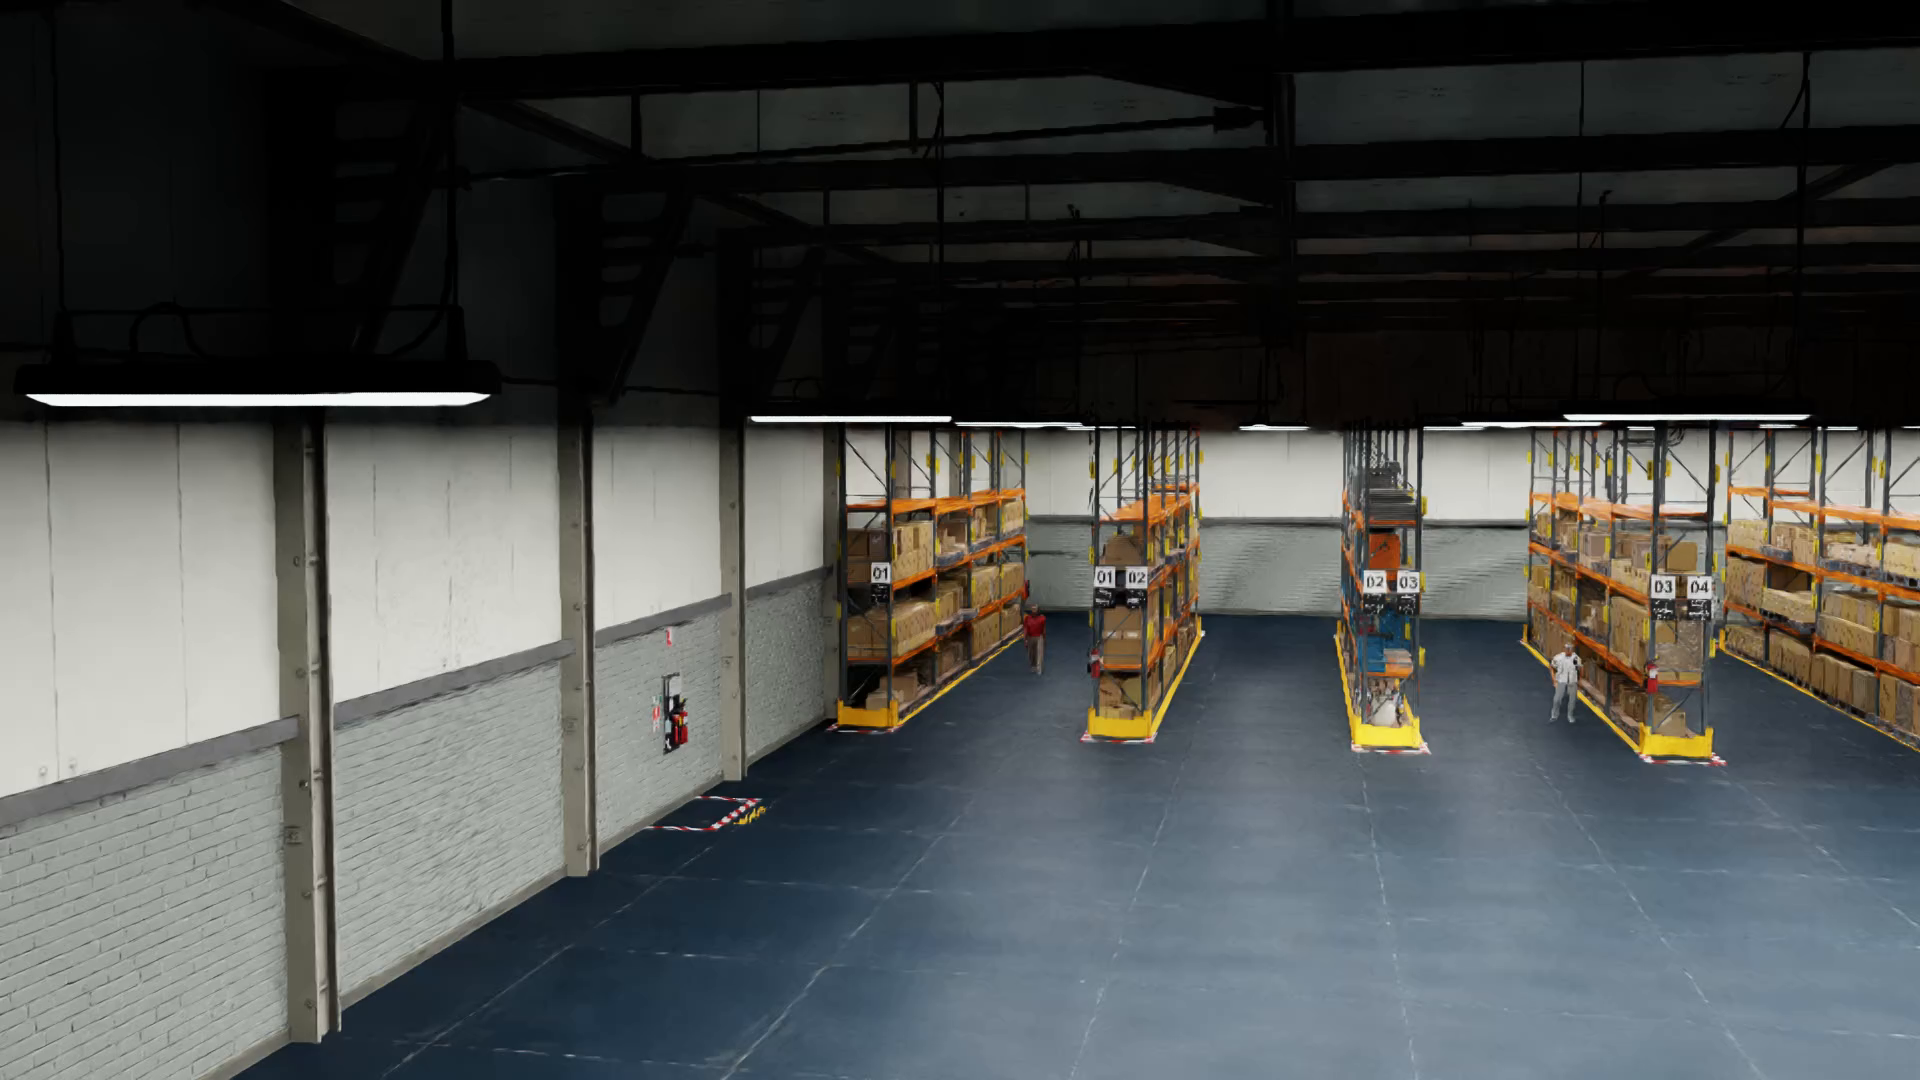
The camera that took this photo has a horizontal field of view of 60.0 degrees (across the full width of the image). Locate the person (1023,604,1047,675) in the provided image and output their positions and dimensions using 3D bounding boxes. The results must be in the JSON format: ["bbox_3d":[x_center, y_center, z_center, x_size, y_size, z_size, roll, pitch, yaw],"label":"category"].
[{"bbox_3d":[1.754,2.332,39.234,0.547,1.640,1.116,1,4,9],"label":"person"}]

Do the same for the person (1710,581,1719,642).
[{"bbox_3d":[20.382,1.946,45.278,0.634,1.678,0.405,-4,5,-44],"label":"person"}]

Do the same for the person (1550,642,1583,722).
[{"bbox_3d":[11.960,2.798,32.791,0.625,1.611,0.582,1,4,10],"label":"person"}]

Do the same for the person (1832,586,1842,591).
[{"bbox_3d":[22.354,2.064,42.454,0.580,1.785,0.664,3,5,35],"label":"person"}]
